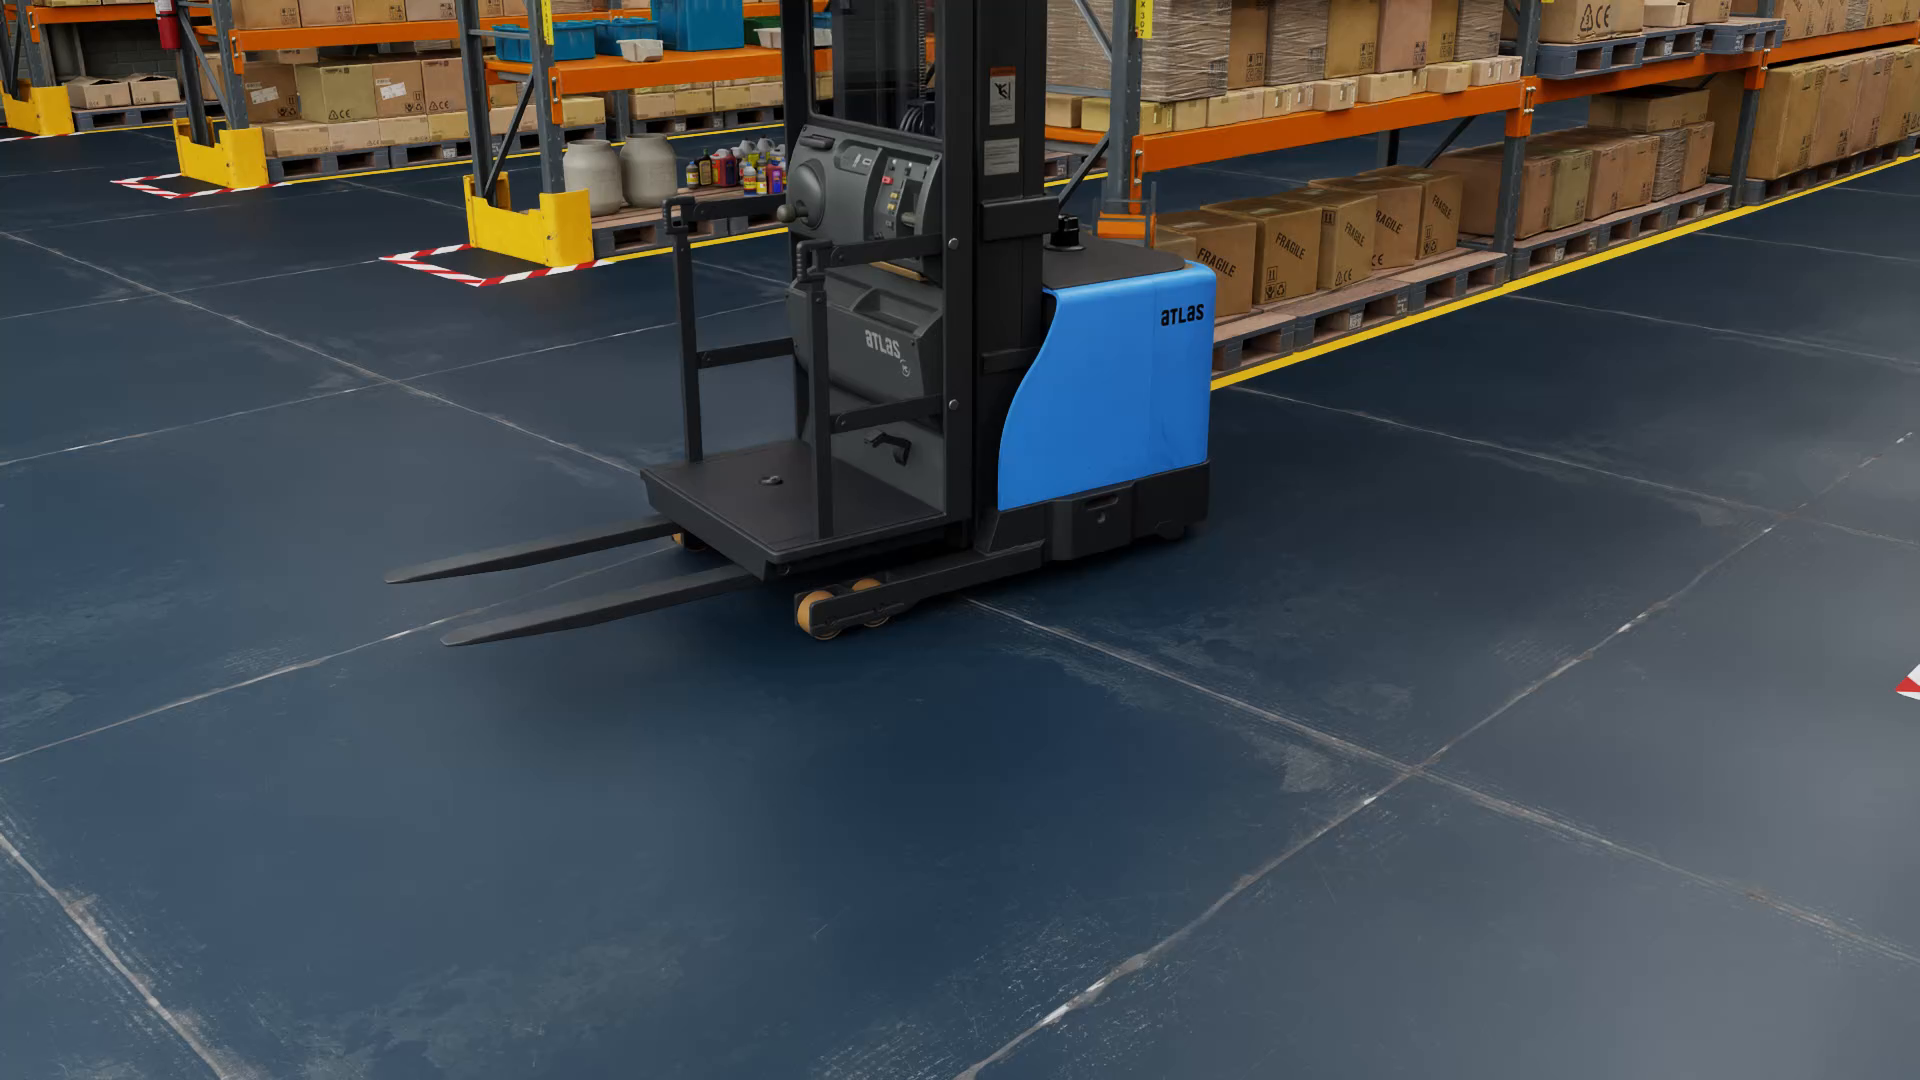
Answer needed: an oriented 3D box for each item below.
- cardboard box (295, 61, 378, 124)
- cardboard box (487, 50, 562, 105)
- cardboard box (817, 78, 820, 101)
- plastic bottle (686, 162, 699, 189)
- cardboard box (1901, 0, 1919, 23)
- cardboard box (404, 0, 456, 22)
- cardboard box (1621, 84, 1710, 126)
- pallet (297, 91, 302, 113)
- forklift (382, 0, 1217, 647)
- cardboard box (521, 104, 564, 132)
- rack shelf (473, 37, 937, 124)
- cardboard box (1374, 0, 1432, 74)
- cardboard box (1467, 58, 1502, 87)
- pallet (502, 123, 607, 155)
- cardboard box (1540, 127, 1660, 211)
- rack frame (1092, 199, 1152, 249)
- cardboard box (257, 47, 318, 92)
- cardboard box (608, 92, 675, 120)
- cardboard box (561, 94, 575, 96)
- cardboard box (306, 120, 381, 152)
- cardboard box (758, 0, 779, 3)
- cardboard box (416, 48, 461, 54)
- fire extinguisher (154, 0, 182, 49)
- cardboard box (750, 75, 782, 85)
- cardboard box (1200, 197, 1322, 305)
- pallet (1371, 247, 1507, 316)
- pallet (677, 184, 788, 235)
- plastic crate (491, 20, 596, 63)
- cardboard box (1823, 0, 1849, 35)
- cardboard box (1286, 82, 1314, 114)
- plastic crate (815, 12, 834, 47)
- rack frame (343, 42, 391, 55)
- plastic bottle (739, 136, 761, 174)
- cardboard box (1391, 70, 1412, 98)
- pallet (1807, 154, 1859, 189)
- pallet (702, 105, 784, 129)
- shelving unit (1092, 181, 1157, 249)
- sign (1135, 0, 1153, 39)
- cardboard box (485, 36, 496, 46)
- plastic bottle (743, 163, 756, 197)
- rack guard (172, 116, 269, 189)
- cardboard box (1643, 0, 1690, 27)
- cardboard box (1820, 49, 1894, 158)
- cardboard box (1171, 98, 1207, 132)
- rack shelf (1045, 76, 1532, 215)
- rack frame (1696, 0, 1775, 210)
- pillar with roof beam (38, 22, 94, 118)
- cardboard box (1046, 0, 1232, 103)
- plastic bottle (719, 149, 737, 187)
[{"bbox_3d":[-5.764,-4.144,15.378,0.500,0.500,0.500,19,28,41],"label":"cardboard box"},{"bbox_3d":[-4.379,-4.662,16.724,0.500,0.500,0.500,19,28,41],"label":"cardboard box"},{"bbox_3d":[-1.967,-5.181,19.121,0.500,0.250,0.500,-19,28,-41],"label":"cardboard box"},{"bbox_3d":[-2.132,-2.911,13.254,0.097,0.201,0.097,0,21,0],"label":"plastic bottle"},{"bbox_3d":[8.691,-5.133,15.609,0.500,0.500,0.500,19,28,41],"label":"cardboard box"},{"bbox_3d":[-5.232,-5.233,15.868,0.500,0.500,0.700,-19,28,-40],"label":"cardboard box"},{"bbox_3d":[5.585,-3.455,13.209,0.500,0.250,0.500,-19,28,-40],"label":"cardboard box"},{"bbox_3d":[-7.850,-5.454,20.471,1.003,0.211,1.213,19,28,41],"label":"pallet"},{"bbox_3d":[-0.518,-1.241,5.719,3.031,2.935,1.130,-14,25,-32],"label":"forklift"},{"bbox_3d":[-4.377,-4.311,16.857,0.500,0.250,0.500,19,28,41],"label":"cardboard box"},{"bbox_3d":[-1.704,-3.608,12.783,1.077,0.370,4.000,19,28,41],"label":"rack shelf"},{"bbox_3d":[2.232,-3.030,9.723,0.875,0.500,0.500,19,28,41],"label":"cardboard box"},{"bbox_3d":[3.120,-2.910,10.316,0.380,0.149,0.250,19,28,41],"label":"cardboard box"},{"bbox_3d":[-4.439,-4.203,17.216,1.003,0.211,1.213,19,28,41],"label":"pallet"},{"bbox_3d":[4.809,-2.815,12.587,0.500,0.500,0.700,-17,27,-38],"label":"cardboard box"},{"bbox_3d":[0.674,-0.852,7.120,0.240,1.200,0.015,3,21,8],"label":"rack frame"},{"bbox_3d":[-8.102,-5.699,20.092,0.500,0.500,0.500,17,27,37],"label":"cardboard box"},{"bbox_3d":[-3.396,-4.653,17.746,0.500,0.250,0.500,18,28,39],"label":"cardboard box"},{"bbox_3d":[-4.395,-4.568,17.525,0.500,0.250,0.500,19,28,41],"label":"cardboard box"},{"bbox_3d":[-5.765,-3.795,15.513,0.500,0.250,0.500,19,28,41],"label":"cardboard box"},{"bbox_3d":[-2.223,-6.338,18.744,0.500,0.500,0.500,17,27,38],"label":"cardboard box"},{"bbox_3d":[-5.100,-4.663,16.728,0.500,0.500,0.500,19,28,41],"label":"cardboard box"},{"bbox_3d":[-7.060,-4.720,14.782,0.296,0.674,0.183,19,28,41],"label":"fire extinguisher"},{"bbox_3d":[-2.316,-5.312,18.680,0.500,0.311,0.500,-19,28,-41],"label":"cardboard box"},{"bbox_3d":[1.740,-1.694,9.700,0.500,0.500,0.500,-17,27,-37],"label":"cardboard box"},{"bbox_3d":[2.797,-1.735,10.795,1.003,0.211,1.213,19,28,41],"label":"pallet"},{"bbox_3d":[-1.658,-2.679,13.250,1.003,0.211,1.213,19,28,41],"label":"pallet"},{"bbox_3d":[-2.964,-3.564,11.873,0.499,0.251,0.616,19,28,41],"label":"plastic crate"},{"bbox_3d":[7.278,-4.616,14.263,0.500,0.500,0.500,19,28,40],"label":"cardboard box"},{"bbox_3d":[1.687,-2.409,9.012,0.380,0.149,0.250,19,28,41],"label":"cardboard box"},{"bbox_3d":[-0.886,-4.036,13.102,0.499,0.251,0.616,19,28,41],"label":"plastic crate"},{"bbox_3d":[-7.407,-6.937,20.443,1.000,3.000,0.127,19,28,41],"label":"rack frame"},{"bbox_3d":[-1.727,-3.118,13.584,0.185,0.351,0.144,-19,28,-40],"label":"plastic bottle"},{"bbox_3d":[2.394,-2.663,9.673,0.380,0.149,0.250,19,28,41],"label":"cardboard box"},{"bbox_3d":[7.486,-3.441,15.232,1.003,0.211,1.213,19,28,41],"label":"pallet"},{"bbox_3d":[-2.518,-4.911,19.058,1.003,0.211,1.213,19,28,41],"label":"pallet"},{"bbox_3d":[0.711,-0.939,7.345,0.258,1.200,0.503,3,21,8],"label":"shelving unit"},{"bbox_3d":[0.839,-2.458,7.583,0.100,0.325,0.005,19,28,41],"label":"sign"},{"bbox_3d":[-6.196,-6.436,22.009,0.700,0.500,0.500,20,28,41],"label":"cardboard box"},{"bbox_3d":[-1.611,-2.750,12.737,0.097,0.271,0.097,0,21,0],"label":"plastic bottle"},{"bbox_3d":[-6.662,-3.497,14.977,1.175,0.500,0.348,19,28,41],"label":"rack guard"},{"bbox_3d":[5.061,-3.884,12.100,0.396,0.266,0.258,18,28,39],"label":"cardboard box"},{"bbox_3d":[7.766,-4.080,15.384,1.225,0.875,0.875,18,27,39],"label":"cardboard box"},{"bbox_3d":[1.008,-2.146,8.327,0.380,0.149,0.250,19,28,41],"label":"cardboard box"},{"bbox_3d":[1.845,-2.368,9.558,1.077,0.370,4.000,19,28,41],"label":"rack shelf"},{"bbox_3d":[6.031,-4.247,13.442,1.000,3.000,0.127,19,28,41],"label":"rack frame"},{"bbox_3d":[-7.244,-8.029,14.920,9.100,9.000,0.400,19,28,41],"label":"pillar with roof beam"},{"bbox_3d":[0.853,-2.510,8.370,0.875,0.500,0.500,19,28,41],"label":"cardboard box"},{"bbox_3d":[-1.859,-2.980,13.321,0.061,0.283,0.133,19,28,41],"label":"plastic bottle"}]
